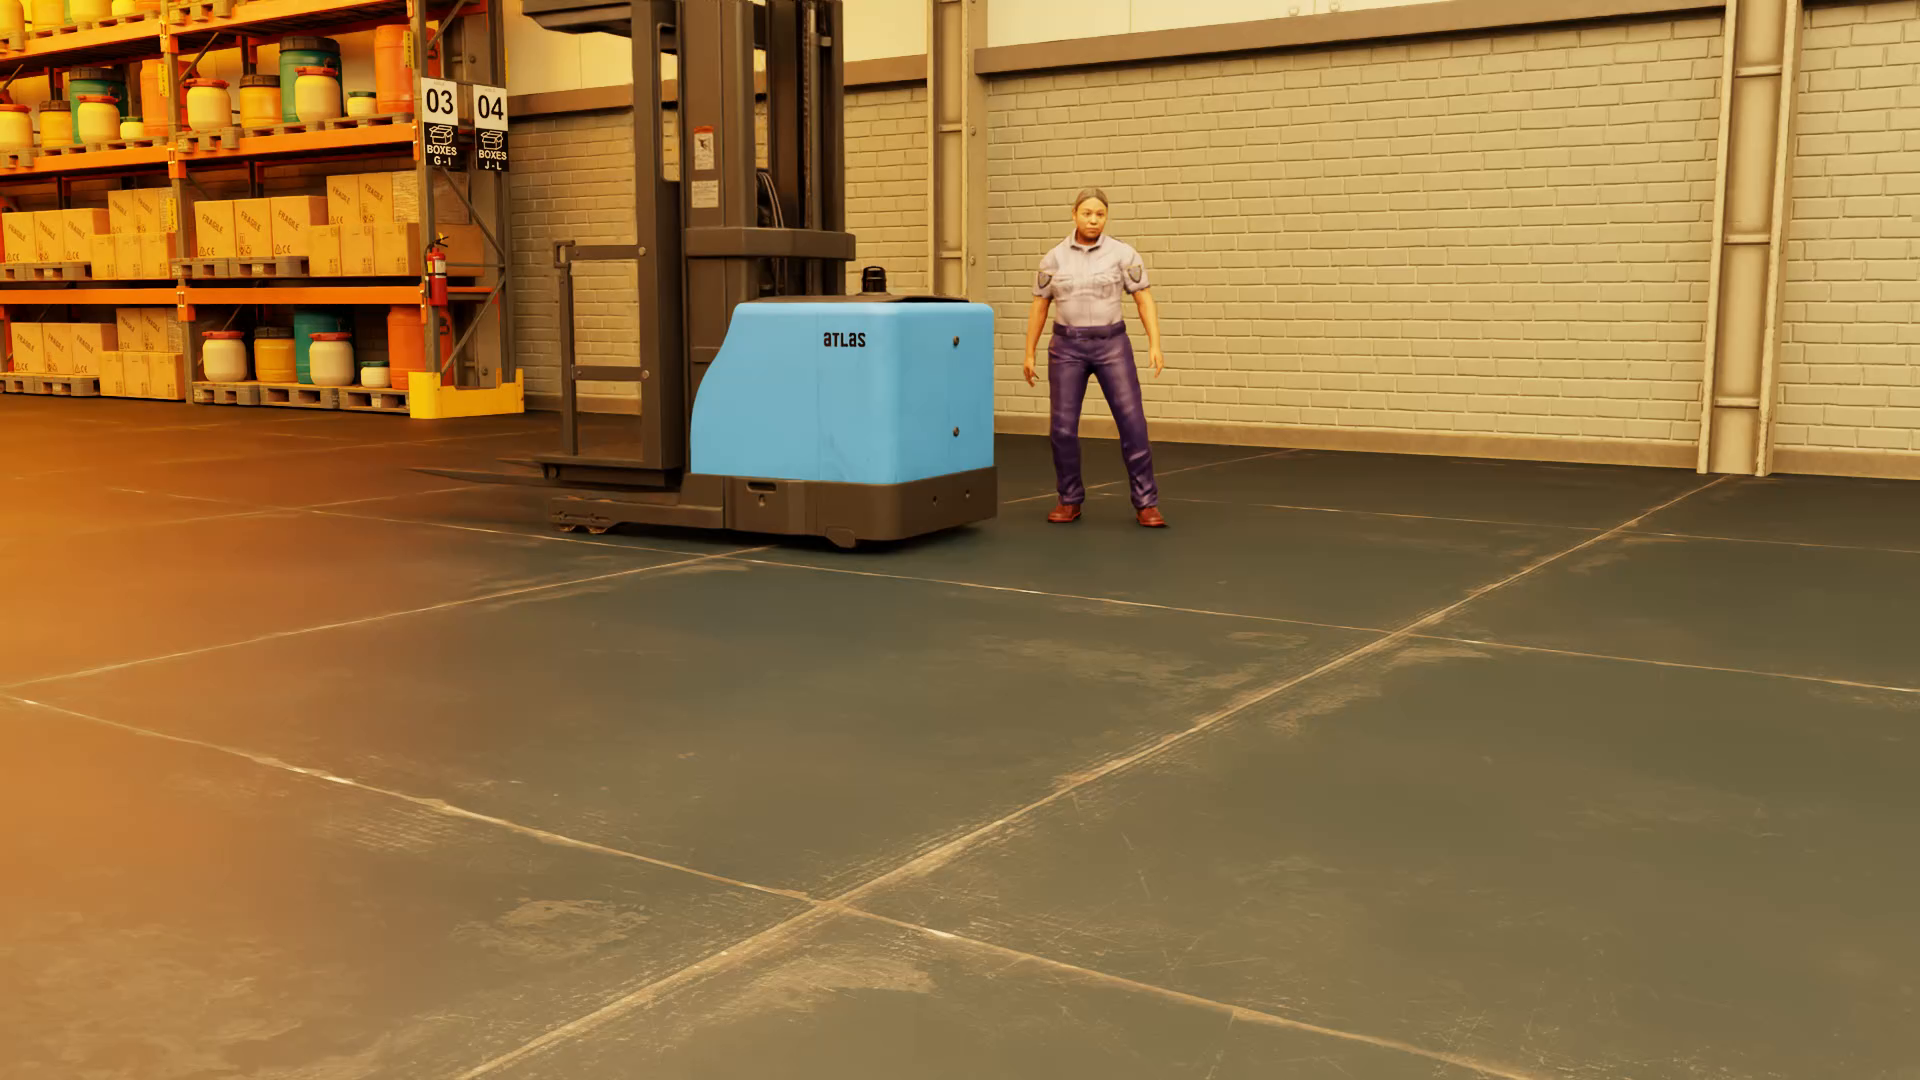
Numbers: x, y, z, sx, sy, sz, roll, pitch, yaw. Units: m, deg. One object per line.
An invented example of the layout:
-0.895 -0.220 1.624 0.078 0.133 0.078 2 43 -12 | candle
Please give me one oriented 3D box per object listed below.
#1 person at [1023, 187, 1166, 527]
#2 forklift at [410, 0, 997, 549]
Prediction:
0.661 -0.895 8.137 0.726 1.628 0.396 1 8 10 | person
-1.367 -1.538 8.009 3.031 2.935 1.130 4 9 28 | forklift
